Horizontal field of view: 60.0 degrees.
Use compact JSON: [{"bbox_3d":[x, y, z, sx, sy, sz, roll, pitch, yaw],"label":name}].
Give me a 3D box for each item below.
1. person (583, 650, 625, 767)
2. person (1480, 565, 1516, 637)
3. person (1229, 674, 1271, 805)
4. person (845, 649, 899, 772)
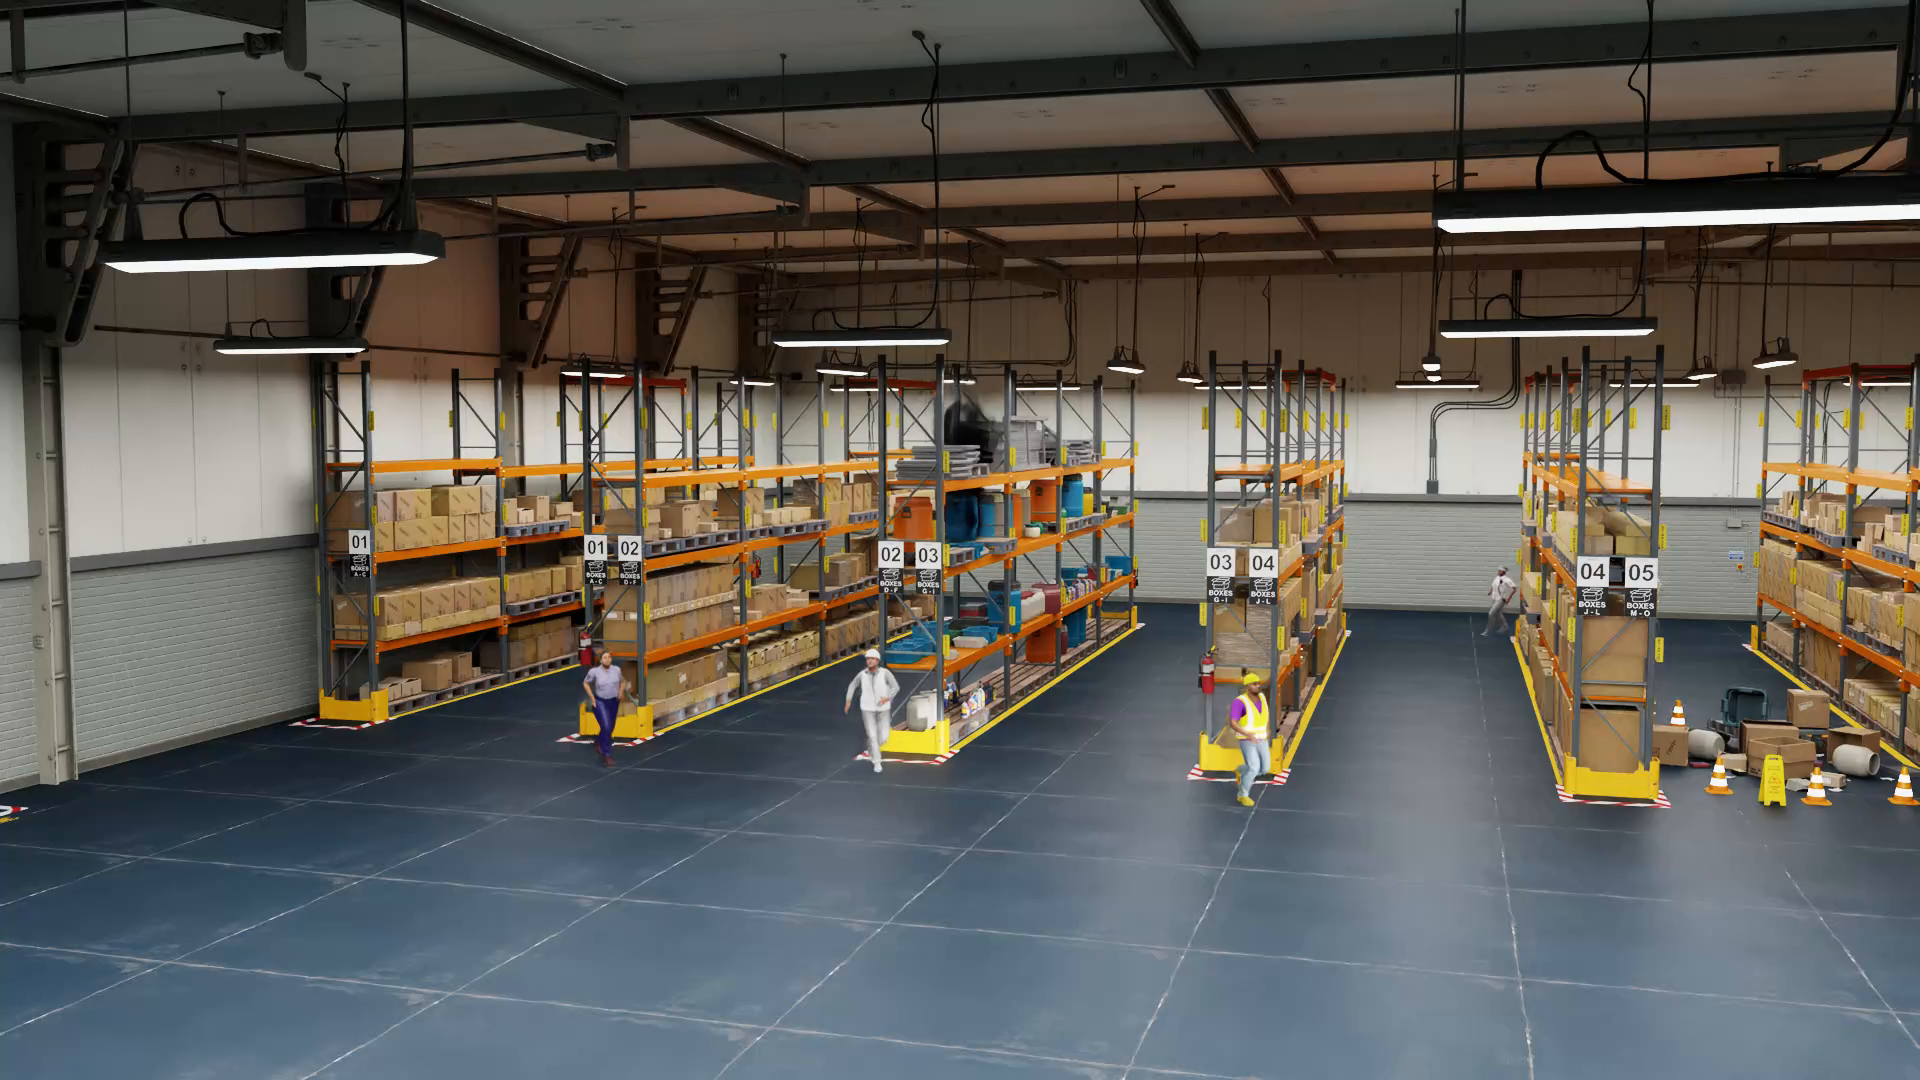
[{"bbox_3d":[-5.213,2.449,24.433,0.602,1.679,0.789,-3,5,-37],"label":"person"},{"bbox_3d":[12.514,1.420,38.581,0.838,1.695,0.667,-1,4,-16],"label":"person"},{"bbox_3d":[3.814,2.595,21.770,0.726,1.726,0.650,-3,5,-33],"label":"person"},{"bbox_3d":[-1.267,2.447,23.968,0.781,1.754,0.557,-1,4,-10],"label":"person"}]
